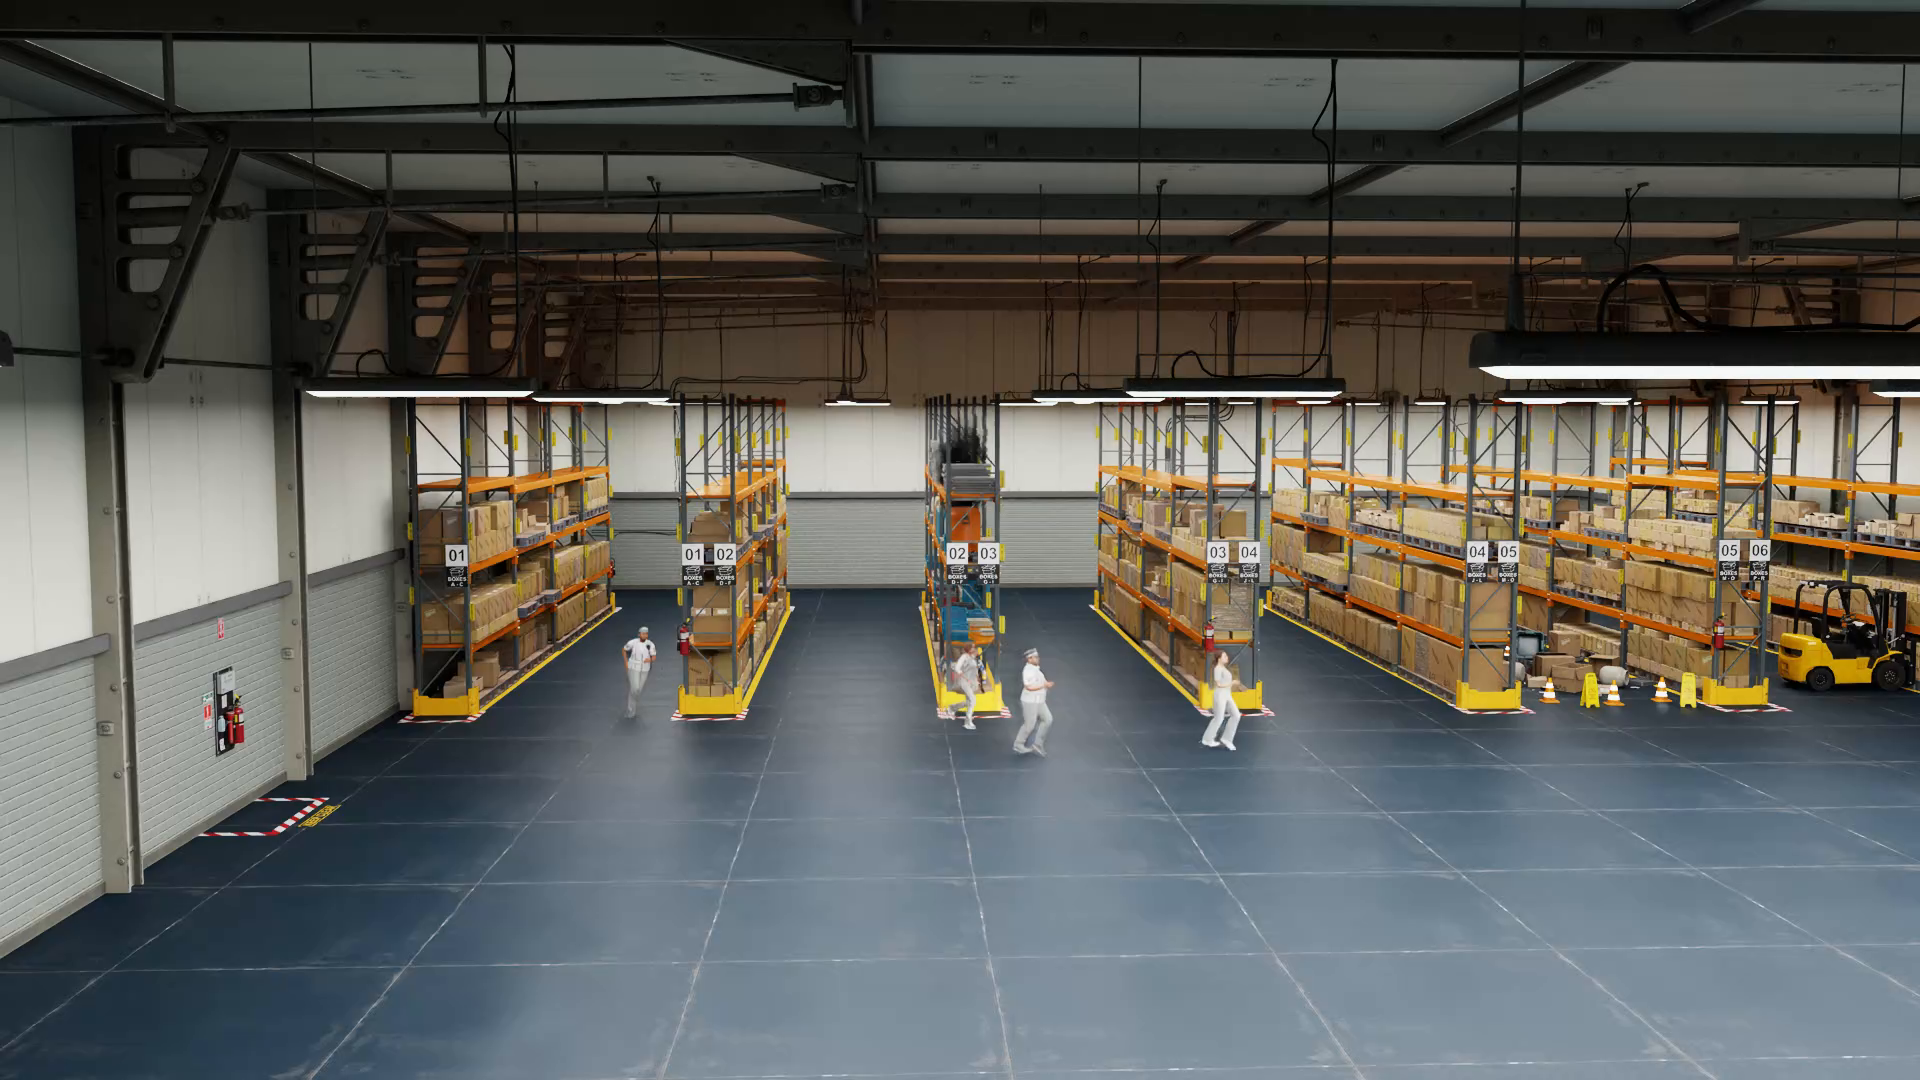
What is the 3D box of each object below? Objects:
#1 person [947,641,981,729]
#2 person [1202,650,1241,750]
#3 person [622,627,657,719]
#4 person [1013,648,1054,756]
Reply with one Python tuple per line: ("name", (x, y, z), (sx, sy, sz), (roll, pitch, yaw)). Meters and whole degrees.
("person", (0.093, 2.601, 30.073), (0.690, 1.551, 0.611), (2, 5, 28))
("person", (4.403, 2.687, 27.896), (0.691, 1.705, 0.544), (2, 5, 29))
("person", (-5.993, 2.469, 31.069), (0.612, 1.706, 0.680), (-3, 5, -31))
("person", (1.232, 2.687, 27.380), (0.726, 1.840, 0.640), (2, 5, 23))
